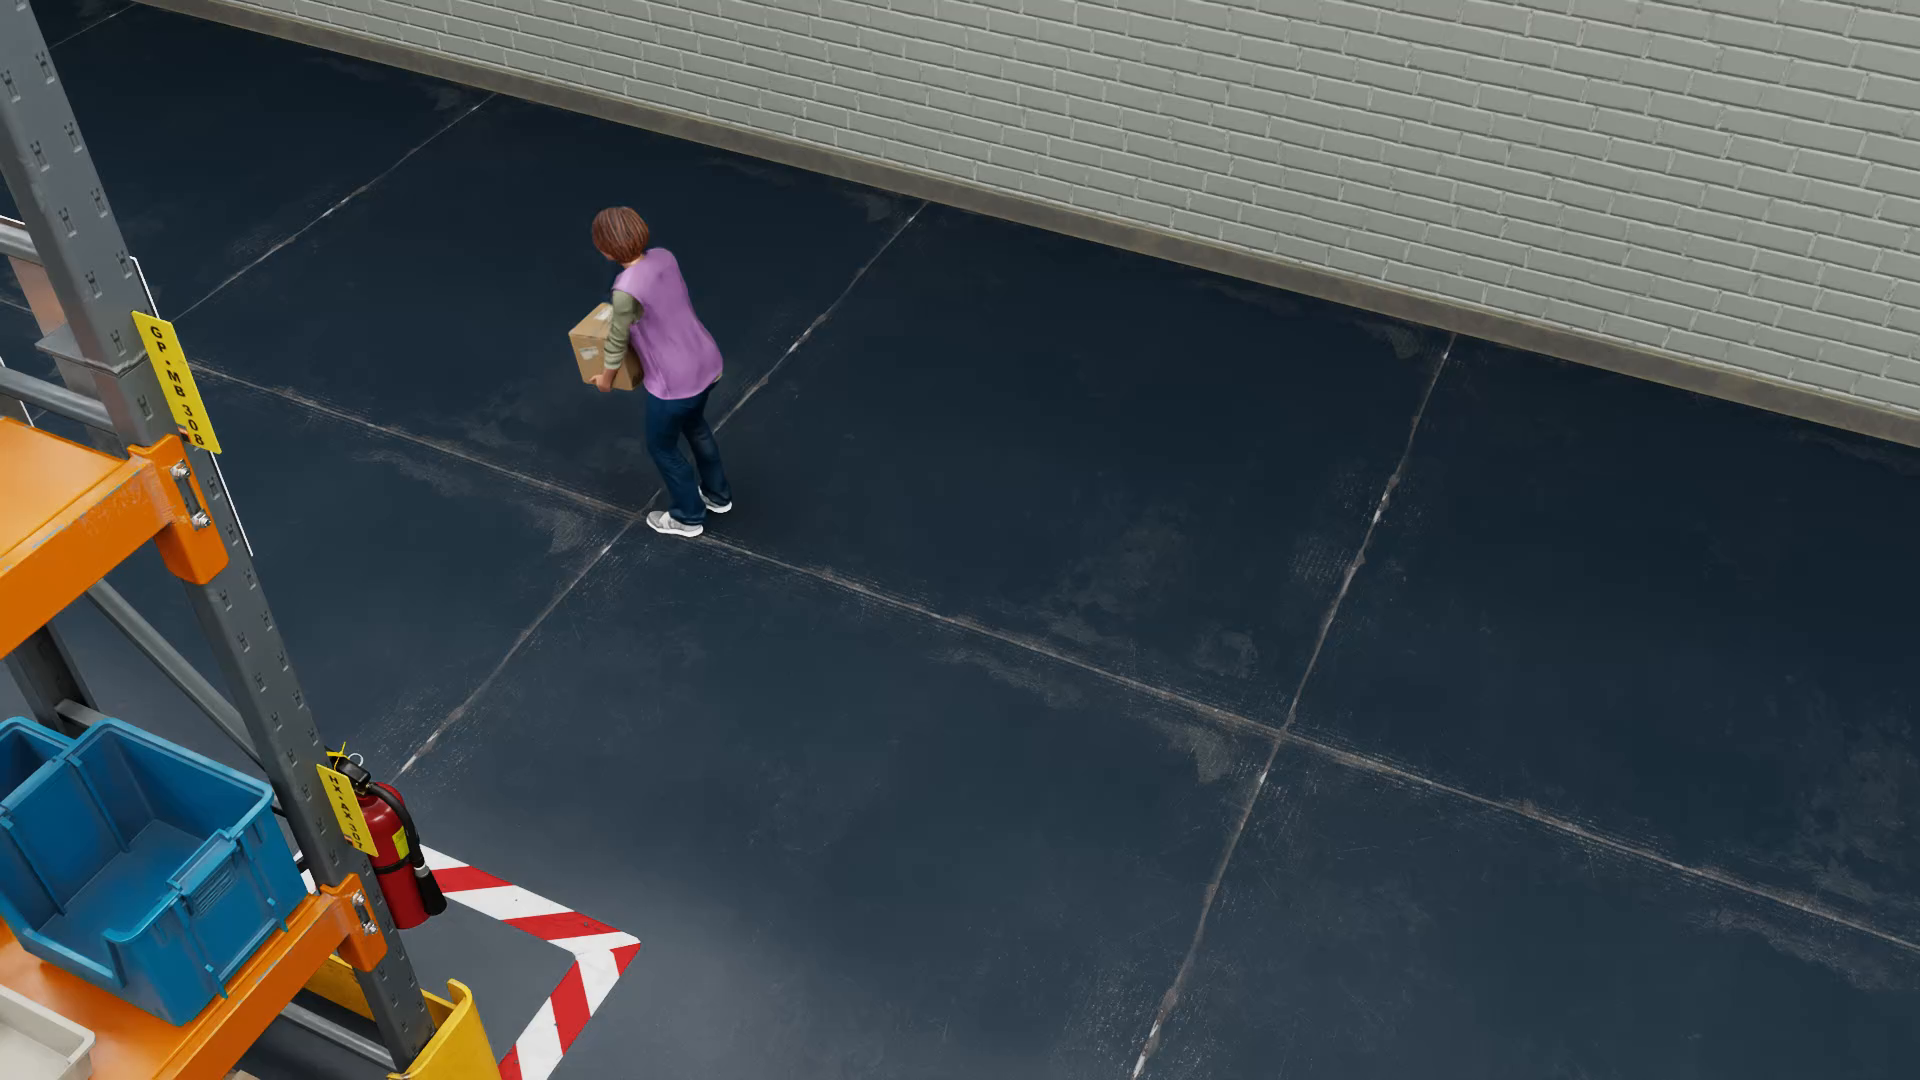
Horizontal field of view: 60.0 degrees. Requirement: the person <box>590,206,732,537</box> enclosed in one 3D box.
[{"bbox_3d":[-1.253,-0.689,6.948,0.536,1.564,0.374,17,45,17],"label":"person"}]
